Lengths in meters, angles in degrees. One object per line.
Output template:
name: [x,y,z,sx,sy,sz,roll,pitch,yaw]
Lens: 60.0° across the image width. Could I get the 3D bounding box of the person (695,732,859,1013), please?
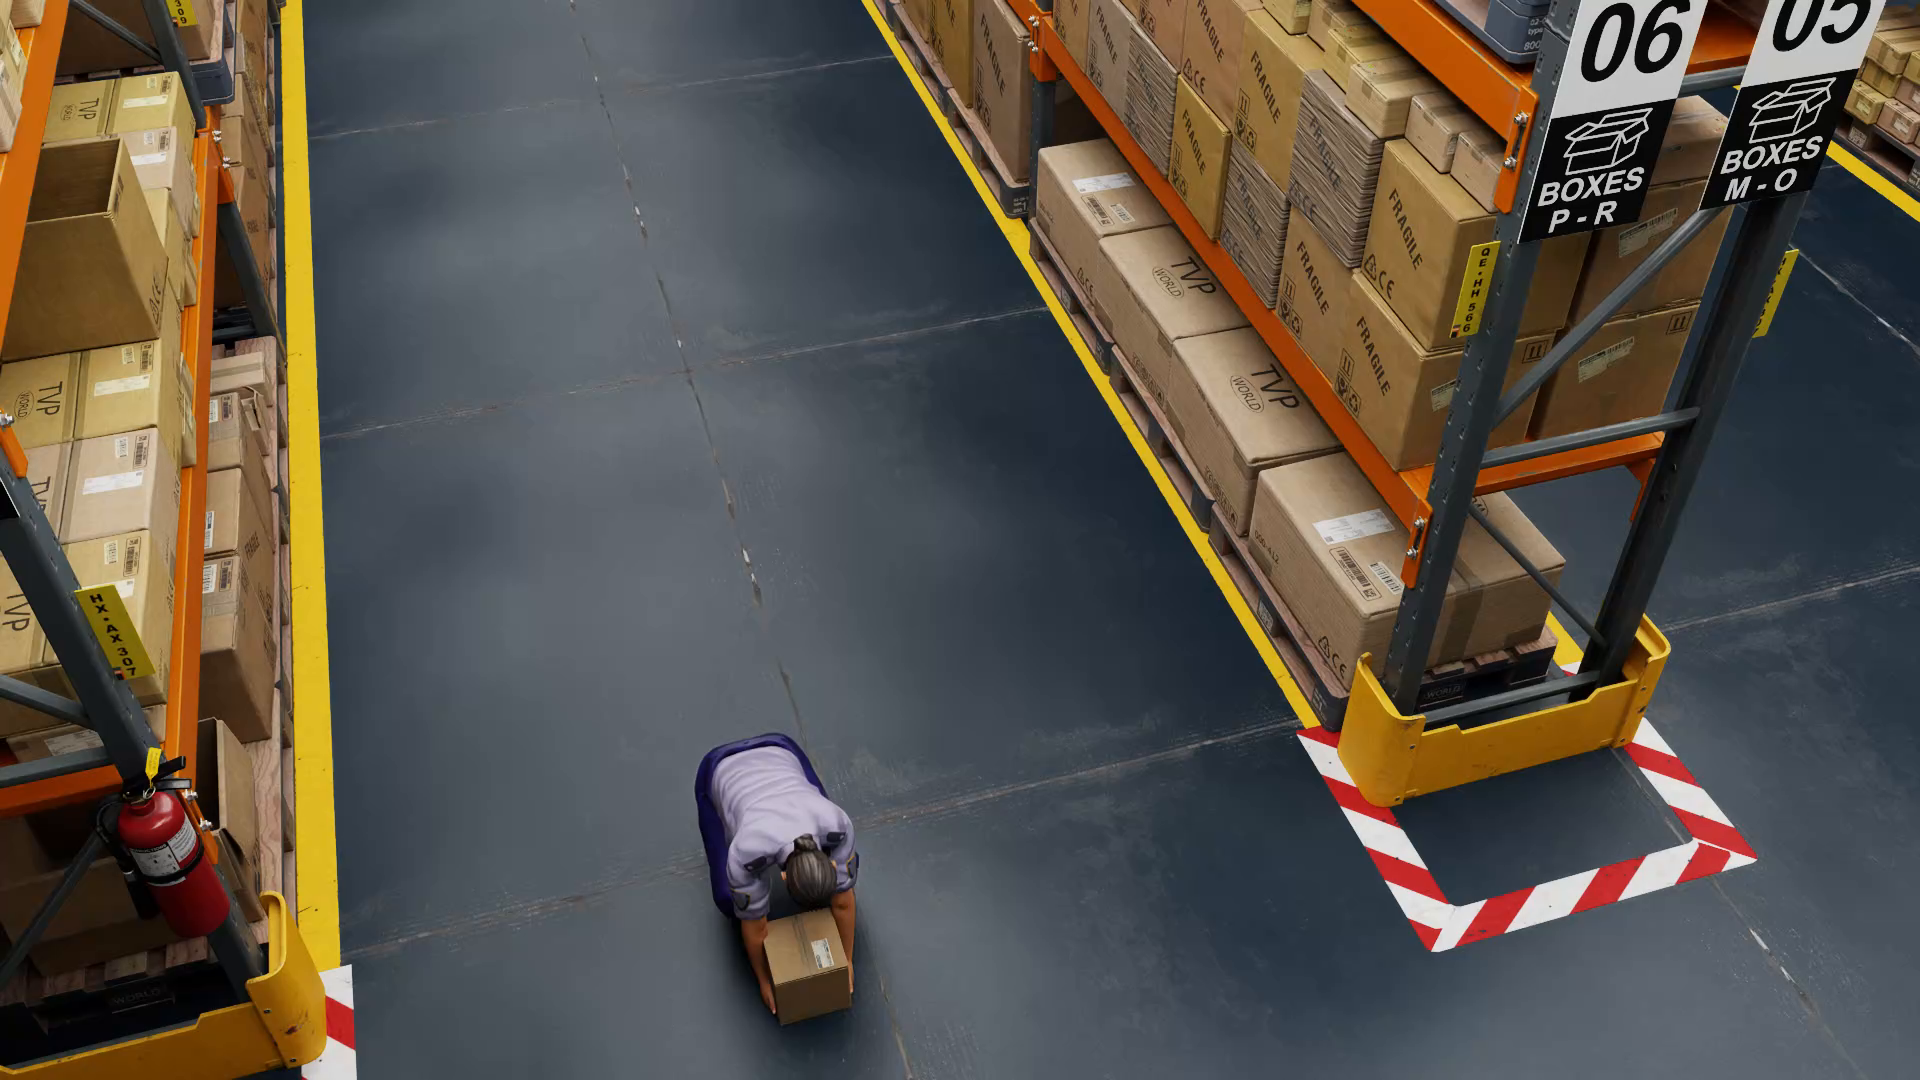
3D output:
person: [-0.616,1.082,5.715,0.513,0.747,0.870,-13,44,-14]
